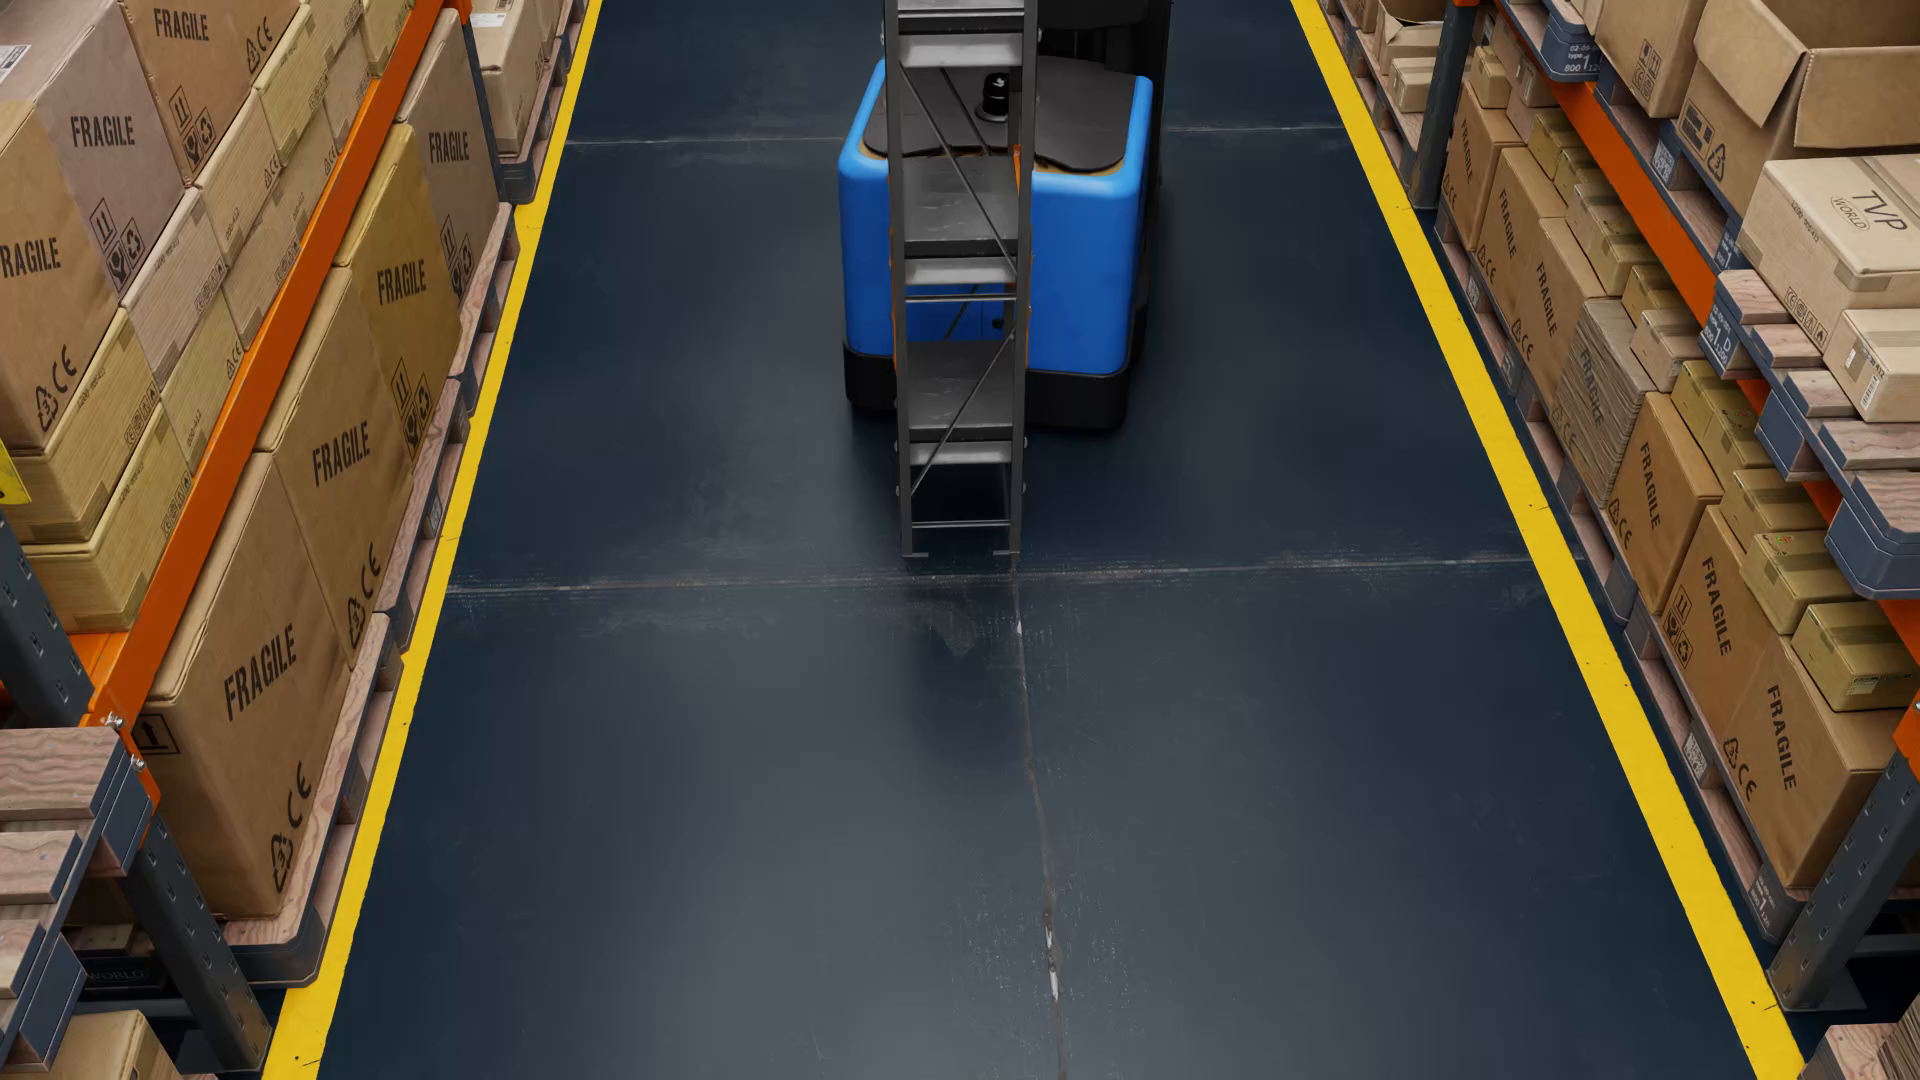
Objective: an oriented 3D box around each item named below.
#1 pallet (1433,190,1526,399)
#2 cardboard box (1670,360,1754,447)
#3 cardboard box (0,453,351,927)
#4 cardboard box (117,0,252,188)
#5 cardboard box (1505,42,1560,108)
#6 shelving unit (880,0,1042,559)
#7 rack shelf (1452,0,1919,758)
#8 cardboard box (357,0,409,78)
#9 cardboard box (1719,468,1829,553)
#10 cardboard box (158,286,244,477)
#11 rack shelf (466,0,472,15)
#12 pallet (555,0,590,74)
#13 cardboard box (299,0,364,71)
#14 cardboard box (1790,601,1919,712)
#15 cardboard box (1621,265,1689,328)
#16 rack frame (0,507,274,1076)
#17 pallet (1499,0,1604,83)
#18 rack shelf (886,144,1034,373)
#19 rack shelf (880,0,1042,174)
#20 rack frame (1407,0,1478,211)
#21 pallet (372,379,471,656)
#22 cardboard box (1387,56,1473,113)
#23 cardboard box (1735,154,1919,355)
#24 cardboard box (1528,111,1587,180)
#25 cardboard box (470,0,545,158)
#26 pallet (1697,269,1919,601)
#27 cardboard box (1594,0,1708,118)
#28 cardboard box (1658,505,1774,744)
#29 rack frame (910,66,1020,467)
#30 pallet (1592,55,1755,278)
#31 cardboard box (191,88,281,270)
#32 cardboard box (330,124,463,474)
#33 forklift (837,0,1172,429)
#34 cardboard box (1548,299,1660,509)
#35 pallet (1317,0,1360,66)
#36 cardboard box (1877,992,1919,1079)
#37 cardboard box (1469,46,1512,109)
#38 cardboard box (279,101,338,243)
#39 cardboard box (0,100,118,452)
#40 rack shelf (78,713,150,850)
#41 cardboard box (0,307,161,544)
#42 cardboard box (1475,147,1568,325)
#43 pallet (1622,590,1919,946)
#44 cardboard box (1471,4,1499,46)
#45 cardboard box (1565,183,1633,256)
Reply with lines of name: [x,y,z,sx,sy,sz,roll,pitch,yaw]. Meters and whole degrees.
pallet: [2.569,-1.036,6.724,1.003,0.211,1.213,-2,43,-2]
cardboard box: [2.406,-0.421,5.048,0.380,0.149,0.250,-2,43,-2]
cardboard box: [-2.238,0.393,4.363,0.875,0.875,0.875,-2,43,-2]
cardboard box: [-2.106,-1.196,4.021,0.500,0.500,0.500,-1,43,-1]
cardboard box: [2.305,-1.770,6.300,0.380,0.149,0.250,-4,43,-4]
shelving unit: [-0.007,-0.886,5.162,0.431,2.100,0.503,-2,43,-2]
rack shelf: [2.582,-0.997,5.150,1.077,0.370,4.000,-2,43,-2]
cardboard box: [-2.171,-1.772,5.575,0.500,0.250,0.500,-2,43,-2]
cardboard box: [2.383,-0.073,4.669,0.380,0.149,0.250,-3,43,-3]
cardboard box: [-2.101,-0.395,4.072,0.500,0.250,0.500,-3,43,-3]
rack shelf: [-2.547,-3.552,7.938,1.077,0.370,4.000,-2,43,-2]
pallet: [-2.471,-2.780,8.627,1.003,0.211,1.213,-2,43,-2]
cardboard box: [-2.144,-1.619,5.037,0.500,0.250,0.500,-1,43,-1]
cardboard box: [2.393,0.290,4.273,0.380,0.149,0.250,-4,43,-4]
cardboard box: [2.405,-0.774,5.433,0.380,0.149,0.250,-1,43,-2]
rack frame: [-2.292,0.233,3.276,1.000,3.000,0.127,-2,43,-2]
pallet: [2.422,-1.999,5.853,1.003,0.211,1.213,-2,43,-2]
rack shelf: [-0.007,-0.876,5.172,0.431,0.518,0.480,-2,43,-2]
rack shelf: [-0.007,-1.392,4.699,0.431,0.518,0.480,-2,43,-2]
rack frame: [2.497,-2.612,6.380,1.000,3.000,0.127,-2,43,-2]
pallet: [-2.299,-0.095,5.697,1.003,0.211,1.213,-2,43,-2]
cardboard box: [2.180,-2.084,7.602,0.380,0.149,0.250,-3,43,-3]
cardboard box: [2.299,-0.714,4.109,0.500,0.250,0.500,-3,43,-4]
cardboard box: [2.358,-1.477,6.201,0.380,0.149,0.250,-4,43,-4]
cardboard box: [-2.381,-2.104,7.411,0.875,0.438,0.875,-2,43,-2]
pallet: [2.568,-0.297,3.996,1.213,0.211,1.003,-2,43,-2]
cardboard box: [2.349,-1.591,4.881,0.700,0.500,0.500,-2,43,-2]
cardboard box: [2.423,0.238,4.810,0.500,0.500,0.500,-2,43,-2]
rack frame: [-0.017,-1.051,5.342,0.400,2.100,0.015,-2,43,-2]
pallet: [2.580,-1.154,4.931,1.003,0.211,1.213,-2,43,-2]
cardboard box: [-2.097,-0.931,4.286,0.500,0.250,0.500,-2,43,-2]
cardboard box: [-2.310,-0.813,5.678,0.875,0.875,0.875,-1,43,-1]
forklift: [0.299,-2.486,6.292,1.130,2.935,3.031,6,43,6]
cardboard box: [2.358,-0.466,5.577,0.500,0.500,0.500,-3,43,-3]
pallet: [2.414,-2.873,8.729,1.003,0.211,1.213,-2,43,-2]
cardboard box: [2.680,1.230,3.634,0.875,0.625,0.625,0,43,0]
cardboard box: [2.246,-1.835,6.591,0.380,0.149,0.250,0,43,0]
cardboard box: [-2.142,-1.083,4.822,0.500,0.250,0.500,-2,43,-2]
cardboard box: [-2.069,-0.512,3.275,0.500,0.500,0.500,-3,43,-3]
rack shelf: [-2.207,1.849,2.046,1.077,0.370,4.000,-2,43,-2]
cardboard box: [-2.067,-0.245,3.538,0.500,0.250,0.500,-2,43,-2]
cardboard box: [2.325,-1.153,6.327,0.500,0.500,0.500,-2,43,-2]
pallet: [2.673,0.611,4.927,1.003,0.211,1.213,-2,43,-2]
cardboard box: [2.687,-2.461,8.015,0.380,0.149,0.250,-2,43,-2]
cardboard box: [2.356,-1.123,5.814,0.380,0.149,0.250,-2,43,-2]
